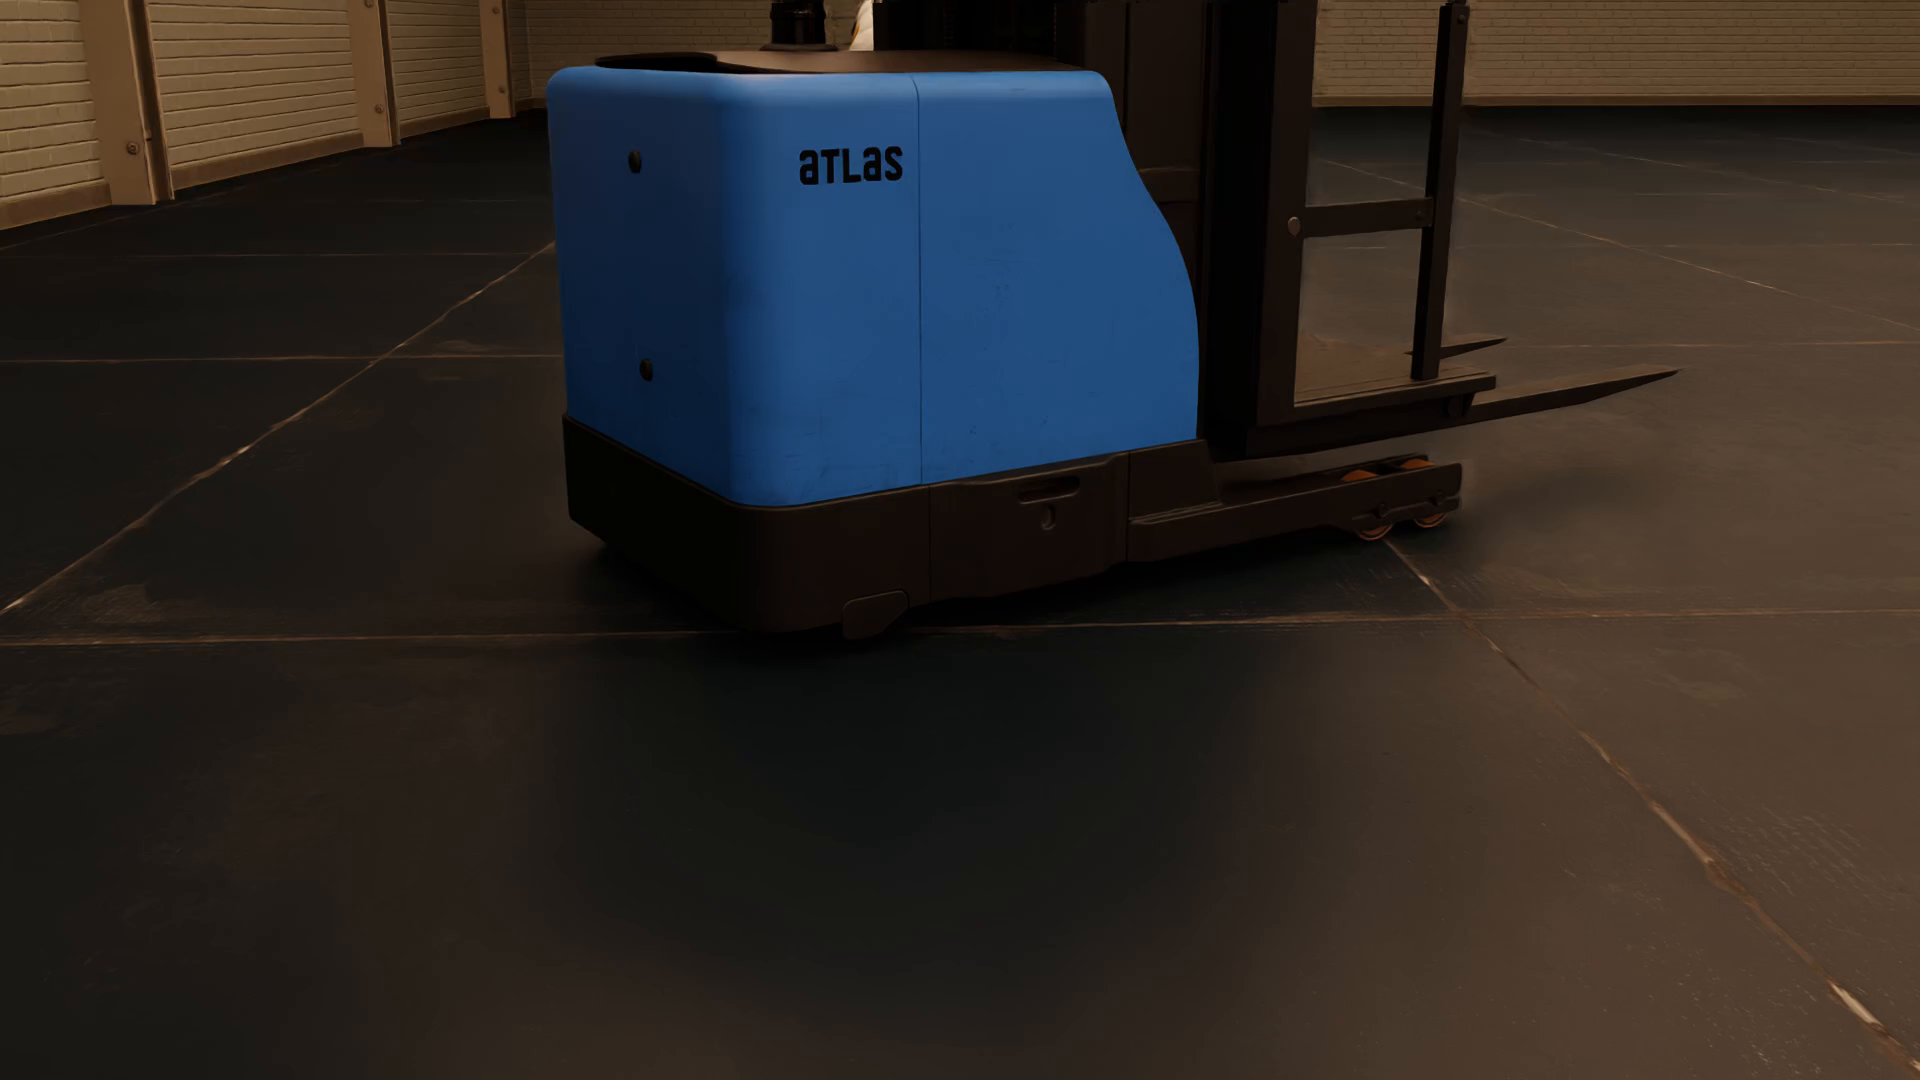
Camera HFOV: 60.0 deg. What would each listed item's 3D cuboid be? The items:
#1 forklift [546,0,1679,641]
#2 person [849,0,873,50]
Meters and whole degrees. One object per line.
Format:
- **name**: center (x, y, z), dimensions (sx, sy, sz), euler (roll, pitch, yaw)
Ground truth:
- **forklift**: center (0.607, -1.517, 3.867), dimensions (3.031, 2.935, 1.130), euler (-11, 20, -31)
- **person**: center (-0.120, -1.366, 5.811), dimensions (0.831, 1.546, 0.650), euler (-11, 20, -31)
